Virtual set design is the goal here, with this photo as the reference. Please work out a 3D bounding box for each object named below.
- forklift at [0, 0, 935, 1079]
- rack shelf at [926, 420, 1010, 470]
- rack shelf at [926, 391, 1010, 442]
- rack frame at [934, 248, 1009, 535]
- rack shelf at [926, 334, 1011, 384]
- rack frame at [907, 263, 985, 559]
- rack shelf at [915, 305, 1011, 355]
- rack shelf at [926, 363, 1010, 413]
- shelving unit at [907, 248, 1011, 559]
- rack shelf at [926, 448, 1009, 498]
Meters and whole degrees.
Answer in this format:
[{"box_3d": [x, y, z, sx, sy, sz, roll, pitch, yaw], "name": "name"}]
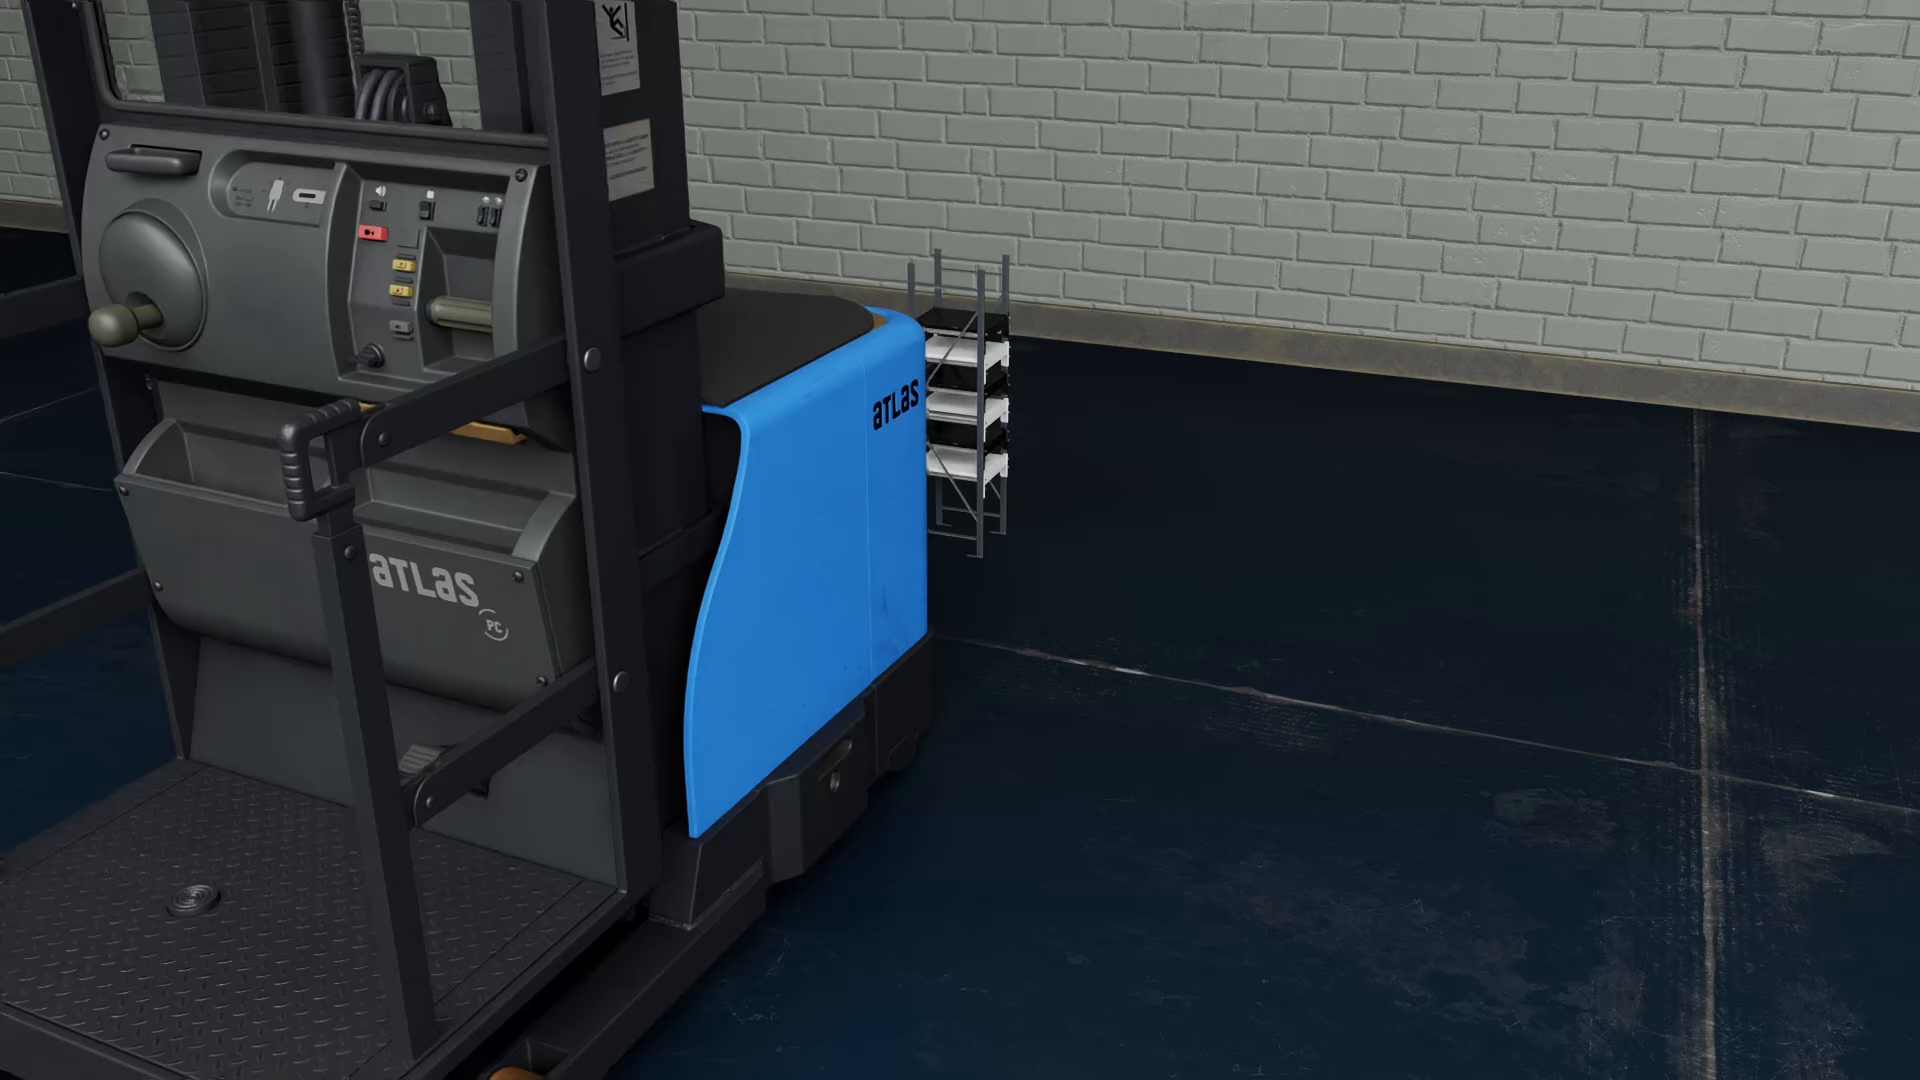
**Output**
[{"box_3d": [-1.148, -0.433, 2.484, 1.130, 2.935, 3.031, 10, 25, 23], "name": "forklift"}, {"box_3d": [-0.003, -0.299, 5.117, 0.258, 0.077, 0.200, 9, 24, 20], "name": "rack shelf"}, {"box_3d": [-0.003, -0.382, 5.082, 0.258, 0.077, 0.200, 9, 24, 20], "name": "rack shelf"}, {"box_3d": [0.035, -0.449, 5.157, 0.240, 0.900, 0.006, 9, 24, 20], "name": "rack frame"}, {"box_3d": [-0.003, -0.548, 5.013, 0.258, 0.077, 0.200, 9, 24, 20], "name": "rack shelf"}, {"box_3d": [-0.041, -0.376, 4.982, 0.240, 0.900, 0.006, 9, 24, 20], "name": "rack frame"}, {"box_3d": [-0.003, -0.631, 4.978, 0.258, 0.077, 0.200, 9, 24, 20], "name": "rack shelf"}, {"box_3d": [-0.003, -0.465, 5.048, 0.258, 0.077, 0.200, 9, 24, 20], "name": "rack shelf"}, {"box_3d": [-0.003, -0.412, 5.070, 0.258, 0.900, 0.210, 9, 24, 20], "name": "shelving unit"}, {"box_3d": [-0.003, -0.215, 5.152, 0.258, 0.077, 0.200, 9, 24, 20], "name": "rack shelf"}]
